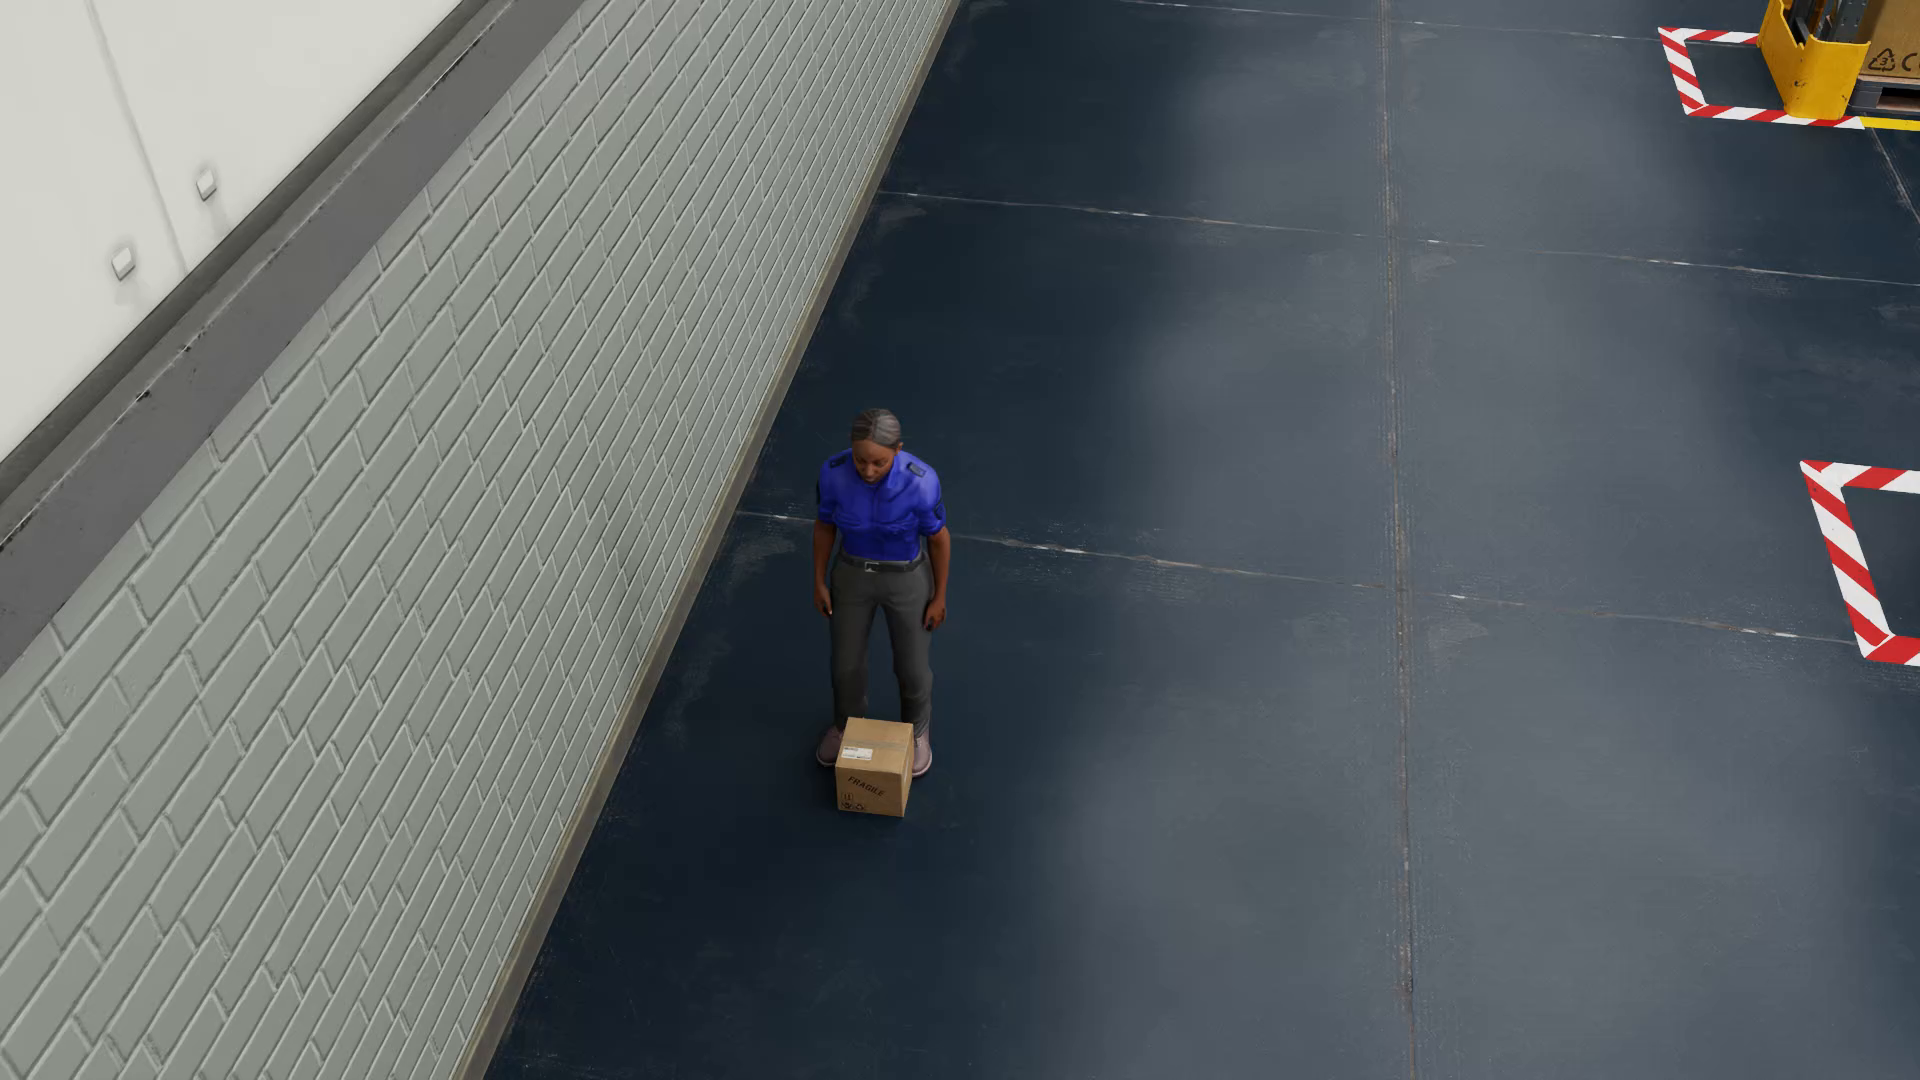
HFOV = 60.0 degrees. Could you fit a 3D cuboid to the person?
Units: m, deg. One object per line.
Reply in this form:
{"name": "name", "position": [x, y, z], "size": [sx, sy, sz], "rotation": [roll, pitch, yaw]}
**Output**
{"name": "person", "position": [-0.289, 0.170, 5.964], "size": [0.506, 1.655, 0.347], "rotation": [7, 41, 8]}
